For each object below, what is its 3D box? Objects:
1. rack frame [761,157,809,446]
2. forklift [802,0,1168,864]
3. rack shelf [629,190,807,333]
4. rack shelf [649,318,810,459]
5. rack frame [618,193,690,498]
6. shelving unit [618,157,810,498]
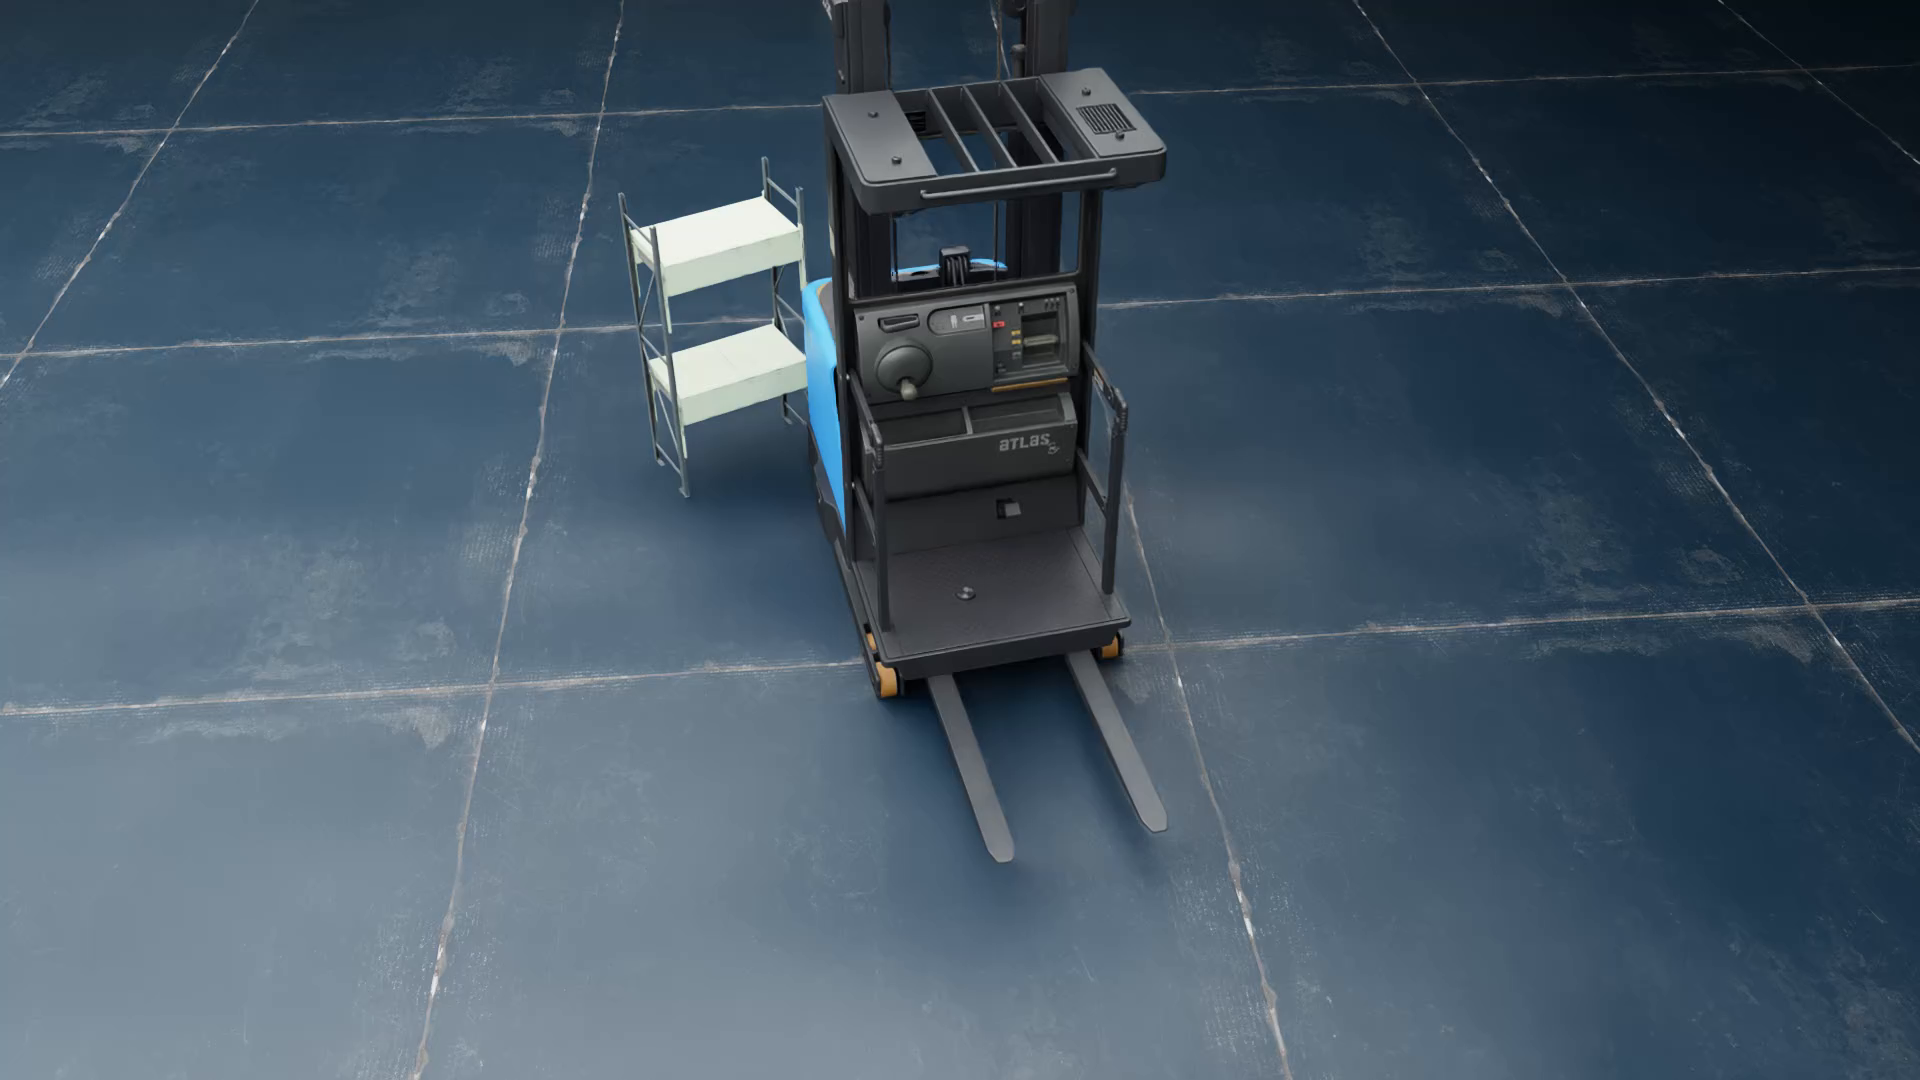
[{"bbox_3d":[-0.841,-1.143,8.309,0.023,1.500,0.400,-21,43,-24],"label":"rack frame"},{"bbox_3d":[0.092,-0.733,6.634,1.130,2.935,3.031,-9,39,-11],"label":"forklift"},{"bbox_3d":[-1.154,-1.331,7.919,0.720,0.370,0.431,-21,43,-24],"label":"rack shelf"},{"bbox_3d":[-1.154,-0.769,8.362,0.720,0.370,0.431,-21,43,-24],"label":"rack shelf"},{"bbox_3d":[-1.467,-0.907,8.011,0.023,1.500,0.400,-21,43,-24],"label":"rack frame"},{"bbox_3d":[-1.154,-1.025,8.160,0.755,1.500,0.431,-21,43,-24],"label":"shelving unit"}]
